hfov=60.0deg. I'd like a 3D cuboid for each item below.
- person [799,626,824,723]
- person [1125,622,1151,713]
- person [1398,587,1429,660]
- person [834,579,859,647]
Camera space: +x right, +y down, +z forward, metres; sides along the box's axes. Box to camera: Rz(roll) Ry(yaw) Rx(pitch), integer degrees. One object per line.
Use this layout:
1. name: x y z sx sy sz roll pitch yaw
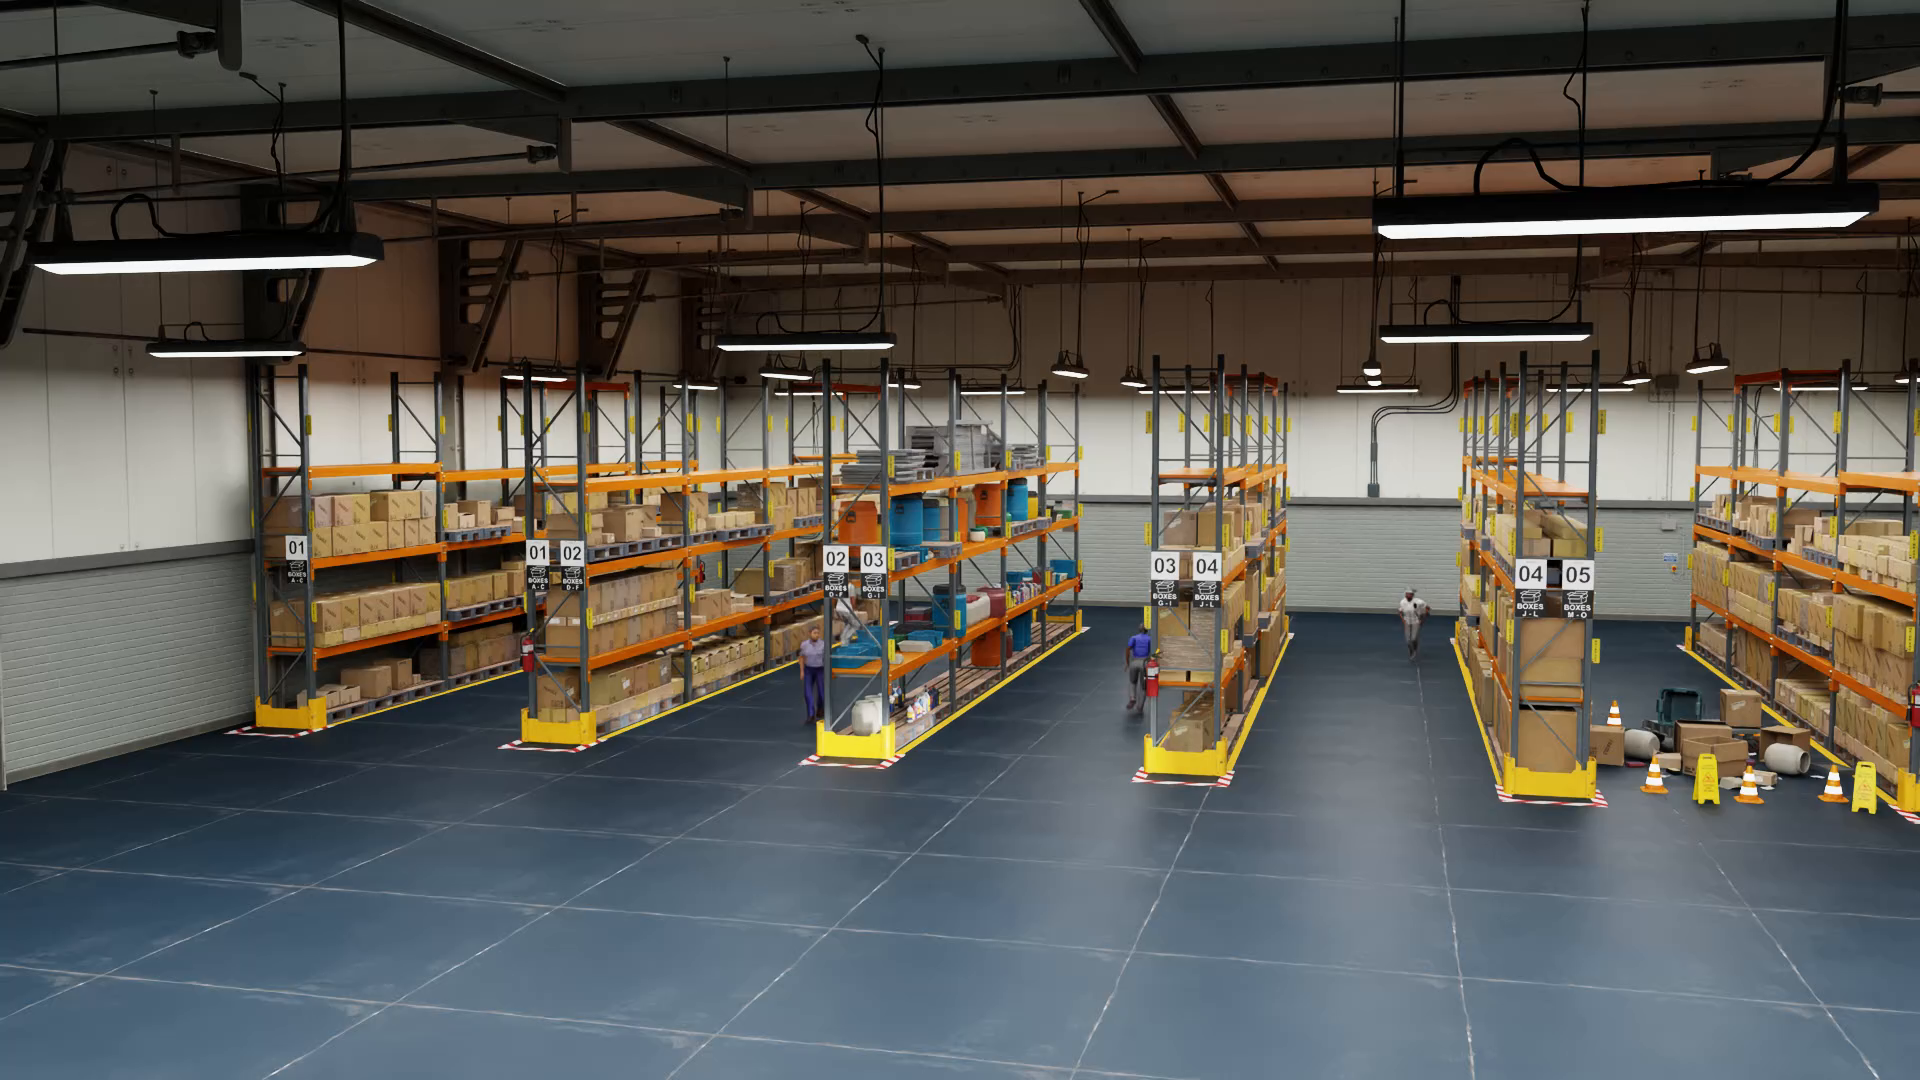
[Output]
1. person: -2.457 2.252 28.209 0.549 1.636 0.532 0 4 -3
2. person: 3.168 2.223 29.179 0.534 1.551 0.714 1 4 15
3. person: 9.634 1.772 35.295 0.626 1.602 0.729 2 4 26
4. person: -2.430 1.466 35.494 0.603 1.679 0.604 3 5 38
